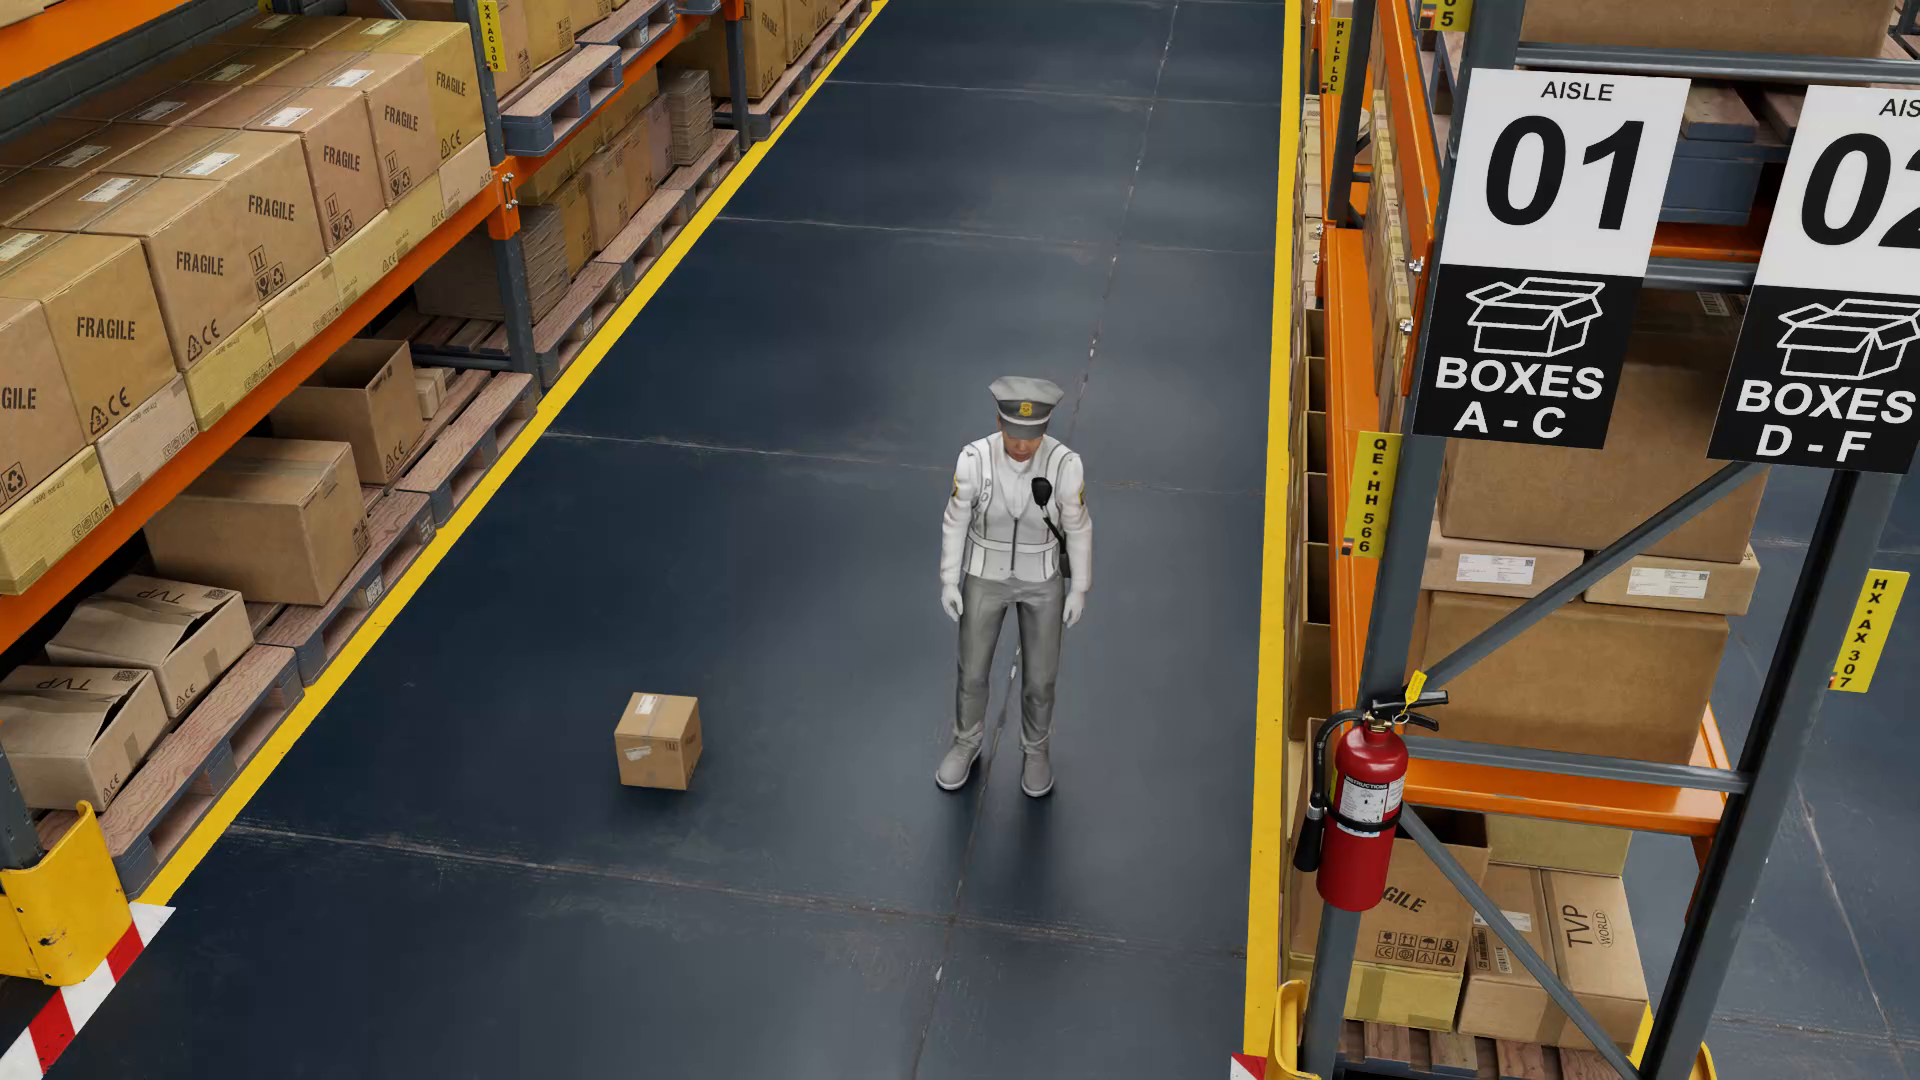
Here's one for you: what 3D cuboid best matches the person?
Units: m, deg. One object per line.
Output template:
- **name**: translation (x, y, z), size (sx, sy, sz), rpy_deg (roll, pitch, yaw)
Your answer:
- **person**: translation (0.190, 0.162, 5.881), size (0.545, 1.662, 0.376), rpy_deg (3, 33, 5)
